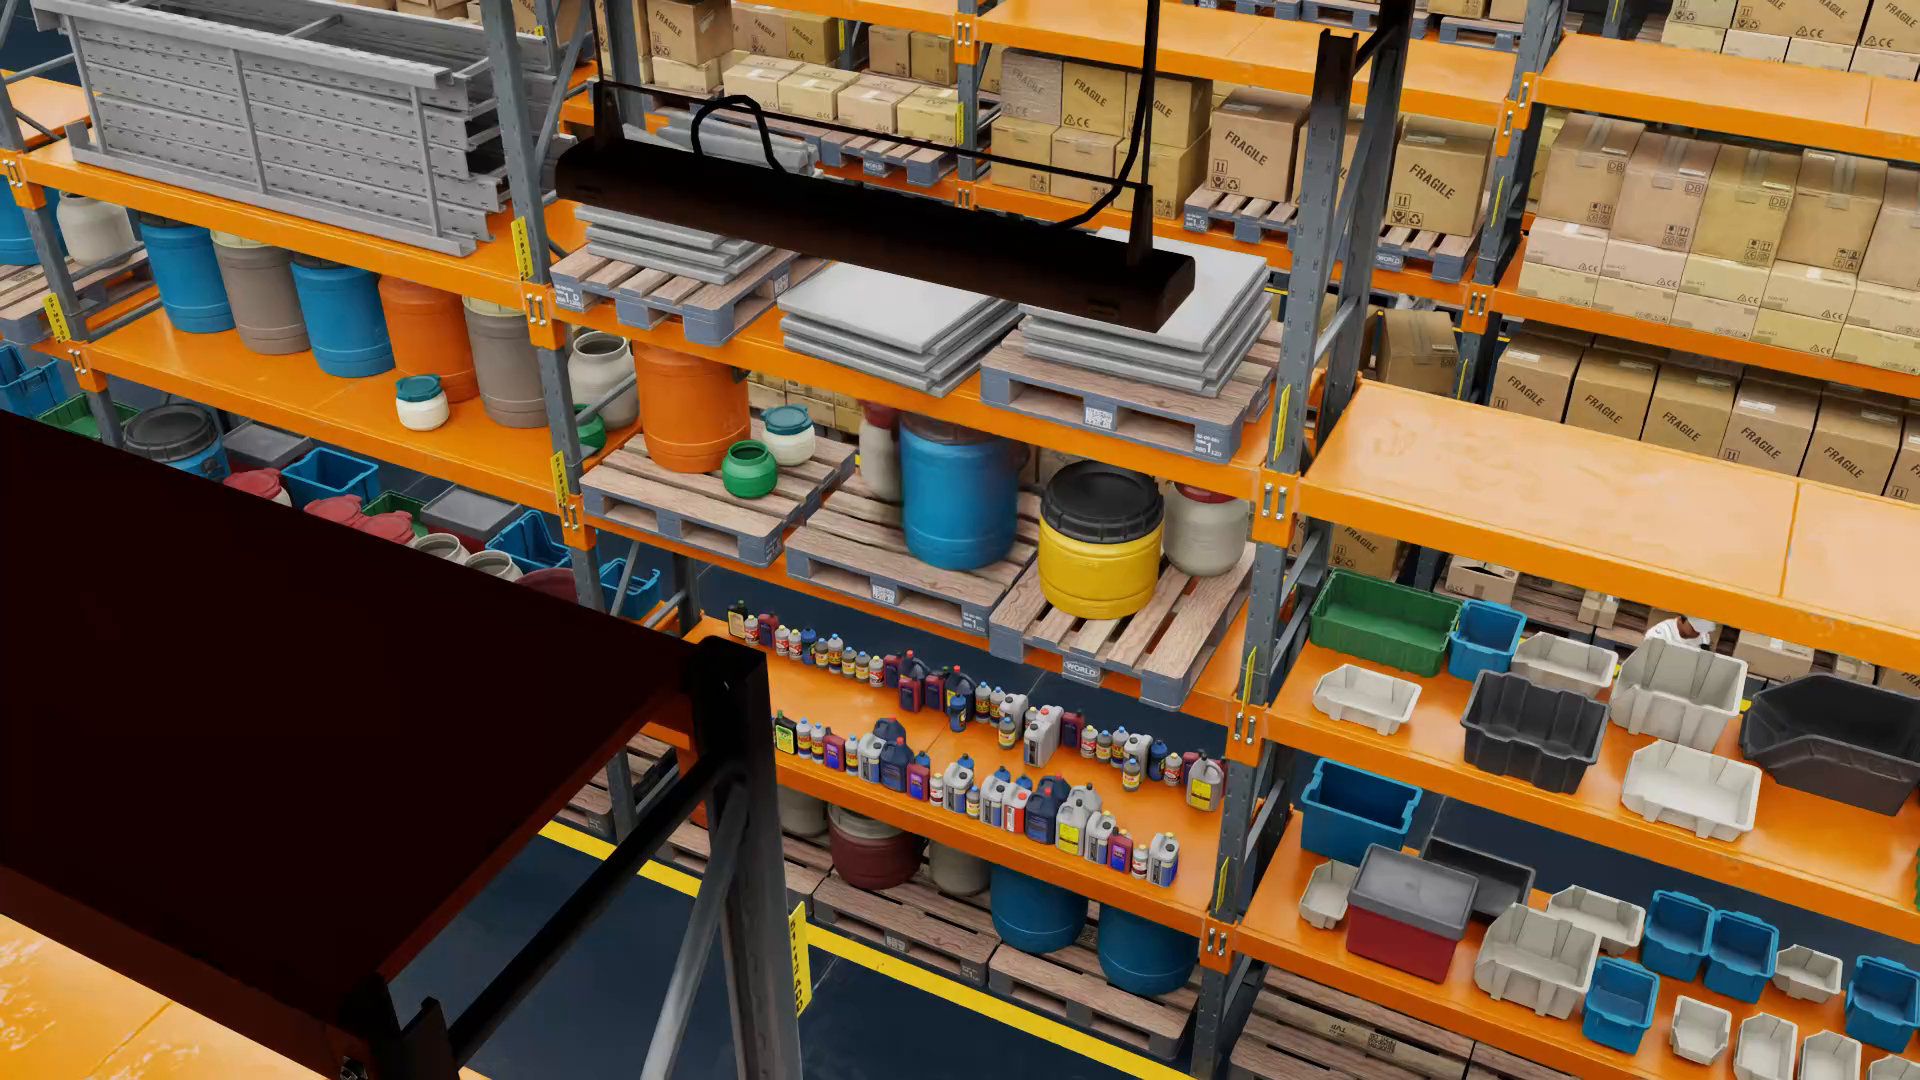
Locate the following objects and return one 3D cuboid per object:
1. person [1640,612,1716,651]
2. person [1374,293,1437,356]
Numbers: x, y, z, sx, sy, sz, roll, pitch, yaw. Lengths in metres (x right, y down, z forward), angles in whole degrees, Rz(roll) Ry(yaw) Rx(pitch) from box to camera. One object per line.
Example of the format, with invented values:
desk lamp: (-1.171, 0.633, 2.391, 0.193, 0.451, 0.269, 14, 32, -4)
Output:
person: (4.594, 1.024, 10.968, 0.521, 1.664, 0.489, -7, 36, -10)
person: (3.968, -1.965, 15.174, 0.752, 1.773, 0.548, 11, 36, 15)
